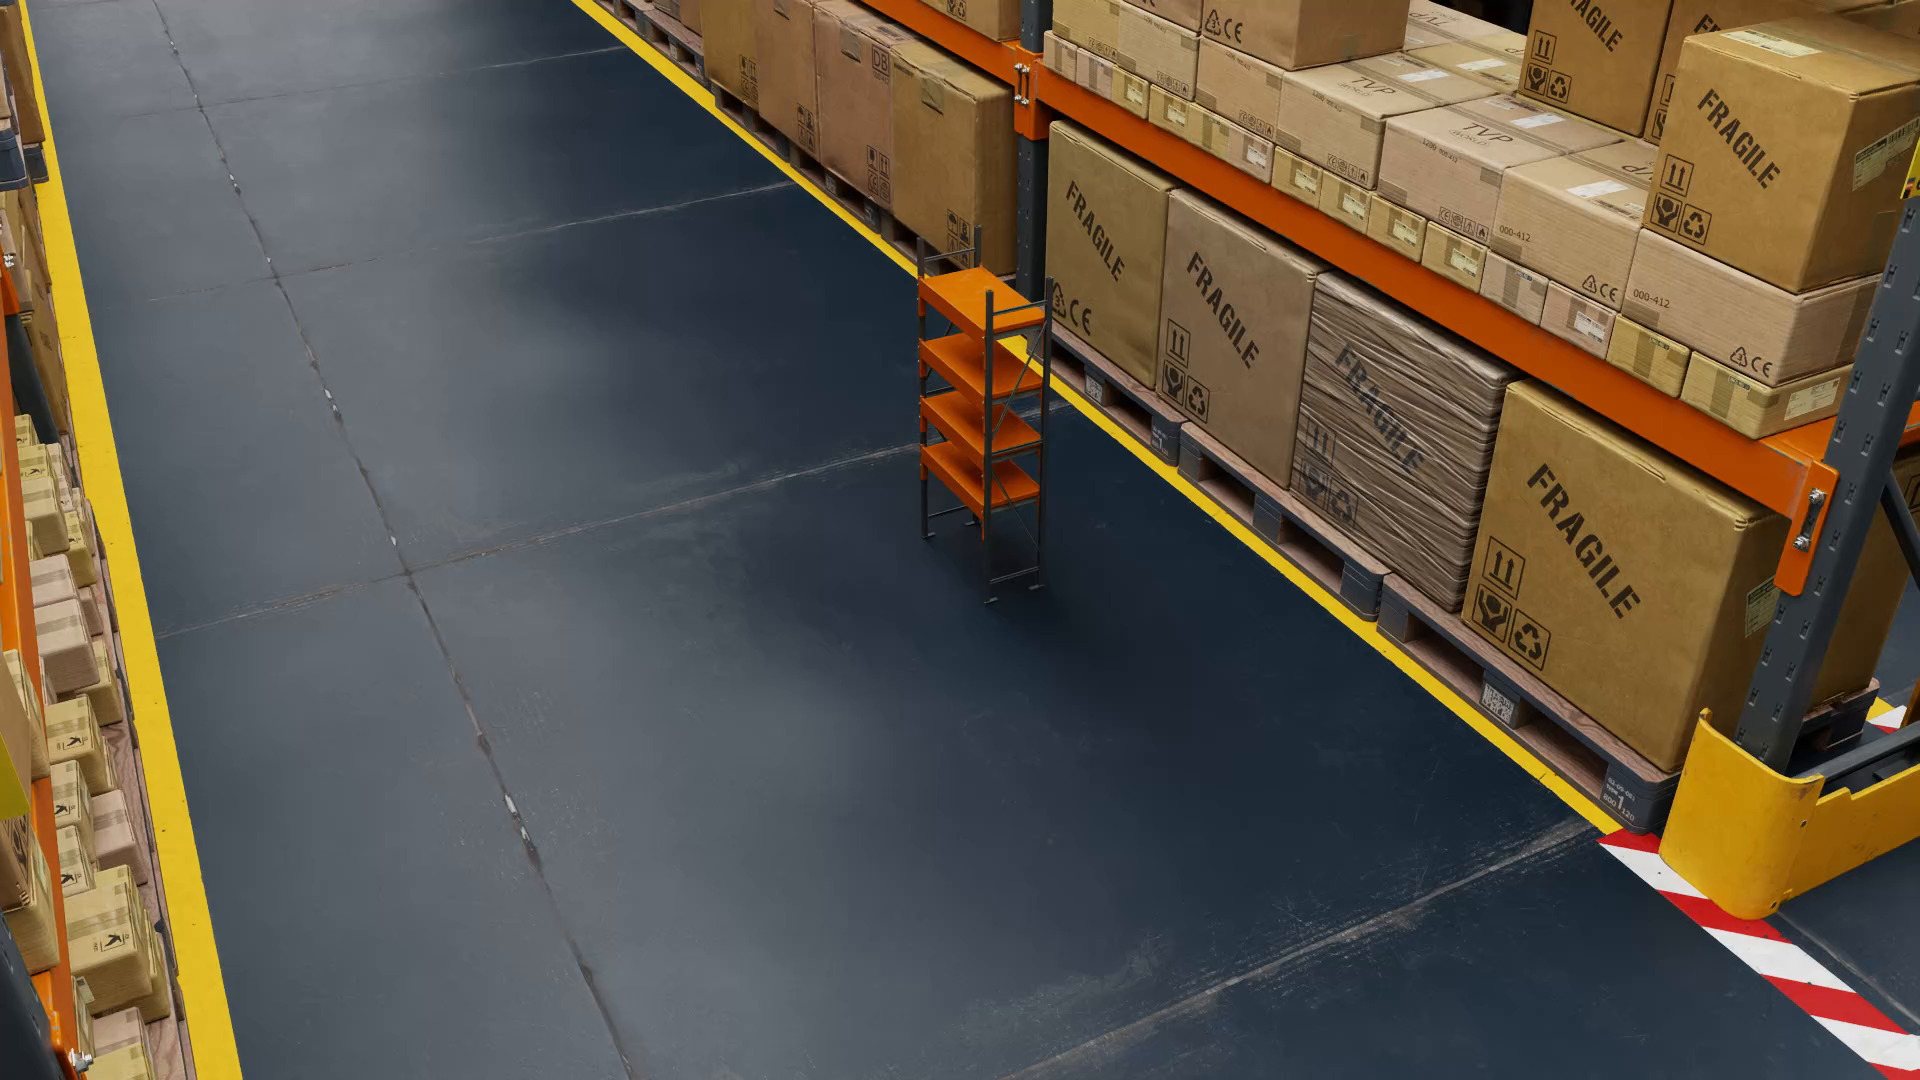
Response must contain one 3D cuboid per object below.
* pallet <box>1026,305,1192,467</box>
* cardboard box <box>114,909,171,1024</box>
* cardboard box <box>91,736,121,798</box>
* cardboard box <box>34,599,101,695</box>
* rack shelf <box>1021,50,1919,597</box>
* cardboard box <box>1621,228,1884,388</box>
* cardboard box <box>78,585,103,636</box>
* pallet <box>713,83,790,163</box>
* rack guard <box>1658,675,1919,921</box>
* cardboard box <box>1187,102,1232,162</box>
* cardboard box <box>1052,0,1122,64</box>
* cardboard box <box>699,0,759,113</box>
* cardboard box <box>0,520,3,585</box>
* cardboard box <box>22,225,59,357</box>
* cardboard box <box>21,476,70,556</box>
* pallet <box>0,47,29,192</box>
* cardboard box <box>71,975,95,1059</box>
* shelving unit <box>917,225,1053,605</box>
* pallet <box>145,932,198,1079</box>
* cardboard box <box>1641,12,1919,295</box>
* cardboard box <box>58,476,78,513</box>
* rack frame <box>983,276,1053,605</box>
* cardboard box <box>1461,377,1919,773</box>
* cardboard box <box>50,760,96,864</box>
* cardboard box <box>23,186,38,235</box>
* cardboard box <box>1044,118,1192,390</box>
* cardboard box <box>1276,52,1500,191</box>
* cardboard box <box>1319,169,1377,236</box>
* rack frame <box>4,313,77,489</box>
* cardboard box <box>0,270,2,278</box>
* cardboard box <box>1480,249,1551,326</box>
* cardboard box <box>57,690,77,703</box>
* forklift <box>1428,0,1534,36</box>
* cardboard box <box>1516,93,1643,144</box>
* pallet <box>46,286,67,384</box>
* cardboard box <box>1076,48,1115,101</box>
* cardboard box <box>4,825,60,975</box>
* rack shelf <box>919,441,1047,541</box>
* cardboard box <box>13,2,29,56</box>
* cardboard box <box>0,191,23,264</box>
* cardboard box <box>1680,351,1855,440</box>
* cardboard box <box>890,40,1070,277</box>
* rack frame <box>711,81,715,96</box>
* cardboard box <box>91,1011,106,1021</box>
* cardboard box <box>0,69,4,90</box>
[{"bbox_3d":[1.010,-0.789,7.286,1.003,0.211,1.213,-16,36,-23],"label":"pallet"},{"bbox_3d":[-2.145,1.085,4.029,0.380,0.149,0.250,-15,36,-23],"label":"cardboard box"},{"bbox_3d":[-2.539,0.721,4.598,0.380,0.149,0.250,-16,36,-23],"label":"cardboard box"},{"bbox_3d":[-2.641,0.335,4.648,0.380,0.149,0.250,-17,36,-25],"label":"cardboard box"},{"bbox_3d":[1.657,-1.088,5.835,1.077,0.370,4.000,-16,36,-23],"label":"rack shelf"},{"bbox_3d":[2.129,-0.663,4.368,0.500,0.250,0.500,-16,36,-24],"label":"cardboard box"},{"bbox_3d":[-2.998,0.234,5.358,0.380,0.149,0.250,-17,36,-25],"label":"cardboard box"},{"bbox_3d":[-0.839,-2.685,10.245,1.003,0.211,1.213,-16,36,-23],"label":"pallet"},{"bbox_3d":[2.601,0.627,4.807,1.175,0.500,0.348,-16,36,-23],"label":"rack guard"},{"bbox_3d":[1.058,-1.517,6.070,0.380,0.149,0.250,-16,36,-24],"label":"cardboard box"},{"bbox_3d":[0.712,-2.118,6.638,0.500,0.250,0.500,-17,36,-24],"label":"cardboard box"},{"bbox_3d":[-0.837,-3.202,10.048,1.225,0.875,0.875,-18,37,-25],"label":"cardboard box"},{"bbox_3d":[-2.299,-0.174,3.373,0.500,0.500,0.500,-15,36,-22],"label":"cardboard box"},{"bbox_3d":[-4.068,-0.942,6.868,0.500,0.500,0.500,-14,35,-21],"label":"cardboard box"},{"bbox_3d":[-3.037,-0.040,5.234,0.380,0.149,0.250,-16,36,-24],"label":"cardboard box"},{"bbox_3d":[-3.938,-1.467,5.937,1.003,0.211,1.213,-16,36,-23],"label":"pallet"},{"bbox_3d":[-2.024,1.099,3.456,0.380,0.149,0.250,-15,36,-22],"label":"cardboard box"},{"bbox_3d":[0.077,-0.426,5.803,0.258,1.200,0.503,-16,36,-23],"label":"shelving unit"},{"bbox_3d":[-2.228,1.504,3.707,1.003,0.211,1.213,-16,36,-23],"label":"pallet"},{"bbox_3d":[2.130,-0.981,4.169,0.500,0.500,0.500,-15,36,-23],"label":"cardboard box"},{"bbox_3d":[-3.145,-0.052,5.528,0.380,0.149,0.250,-18,37,-25],"label":"cardboard box"},{"bbox_3d":[0.191,-0.310,5.621,0.240,1.200,0.015,-16,36,-23],"label":"rack frame"},{"bbox_3d":[2.221,-0.004,5.056,0.875,0.875,0.875,-16,36,-23],"label":"cardboard box"},{"bbox_3d":[-2.338,0.714,4.057,0.380,0.149,0.250,-14,35,-21],"label":"cardboard box"},{"bbox_3d":[-4.798,-1.682,8.023,0.500,0.500,0.500,-14,35,-21],"label":"cardboard box"},{"bbox_3d":[0.962,-1.293,7.067,0.875,0.875,0.875,-16,36,-23],"label":"cardboard box"},{"bbox_3d":[1.409,-1.396,5.511,0.500,0.250,0.500,-16,36,-23],"label":"cardboard box"},{"bbox_3d":[1.420,-1.148,5.493,0.380,0.149,0.250,-15,36,-22],"label":"cardboard box"},{"bbox_3d":[-3.710,-1.146,5.259,1.000,3.000,0.127,-16,36,-23],"label":"rack frame"},{"bbox_3d":[-3.153,-0.867,5.056,0.380,0.149,0.250,-17,36,-24],"label":"cardboard box"},{"bbox_3d":[1.778,-0.782,4.922,0.380,0.149,0.250,-15,36,-22],"label":"cardboard box"},{"bbox_3d":[-2.731,0.466,4.720,0.380,0.149,0.250,-18,37,-25],"label":"cardboard box"},{"bbox_3d":[2.136,-2.440,7.341,1.130,2.935,3.031,-20,38,-28],"label":"forklift"},{"bbox_3d":[2.126,-1.283,5.335,0.500,0.250,0.500,-17,36,-25],"label":"cardboard box"},{"bbox_3d":[-4.647,-0.926,7.500,1.003,0.211,1.213,-16,36,-23],"label":"pallet"},{"bbox_3d":[0.691,-1.890,6.652,0.380,0.149,0.250,-17,36,-25],"label":"cardboard box"},{"bbox_3d":[-1.706,0.631,2.717,0.380,0.149,0.250,-16,36,-23],"label":"cardboard box"},{"bbox_3d":[0.077,-0.202,5.946,0.258,0.148,0.480,-16,36,-23],"label":"rack shelf"},{"bbox_3d":[-6.625,-3.459,10.564,1.050,0.750,0.750,-16,36,-23],"label":"cardboard box"},{"bbox_3d":[-4.071,-1.259,6.667,0.500,0.250,0.500,-15,36,-22],"label":"cardboard box"},{"bbox_3d":[2.132,-0.418,4.355,0.380,0.149,0.250,-15,36,-22],"label":"cardboard box"},{"bbox_3d":[0.409,-1.928,8.059,1.225,0.875,0.875,-16,36,-23],"label":"cardboard box"},{"bbox_3d":[-1.140,-4.254,10.110,1.000,3.000,0.127,-16,36,-23],"label":"rack frame"},{"bbox_3d":[-2.132,1.107,3.719,0.380,0.149,0.250,-15,36,-23],"label":"cardboard box"},{"bbox_3d":[-3.621,-1.652,5.891,0.380,0.149,0.250,-15,36,-22],"label":"cardboard box"}]
